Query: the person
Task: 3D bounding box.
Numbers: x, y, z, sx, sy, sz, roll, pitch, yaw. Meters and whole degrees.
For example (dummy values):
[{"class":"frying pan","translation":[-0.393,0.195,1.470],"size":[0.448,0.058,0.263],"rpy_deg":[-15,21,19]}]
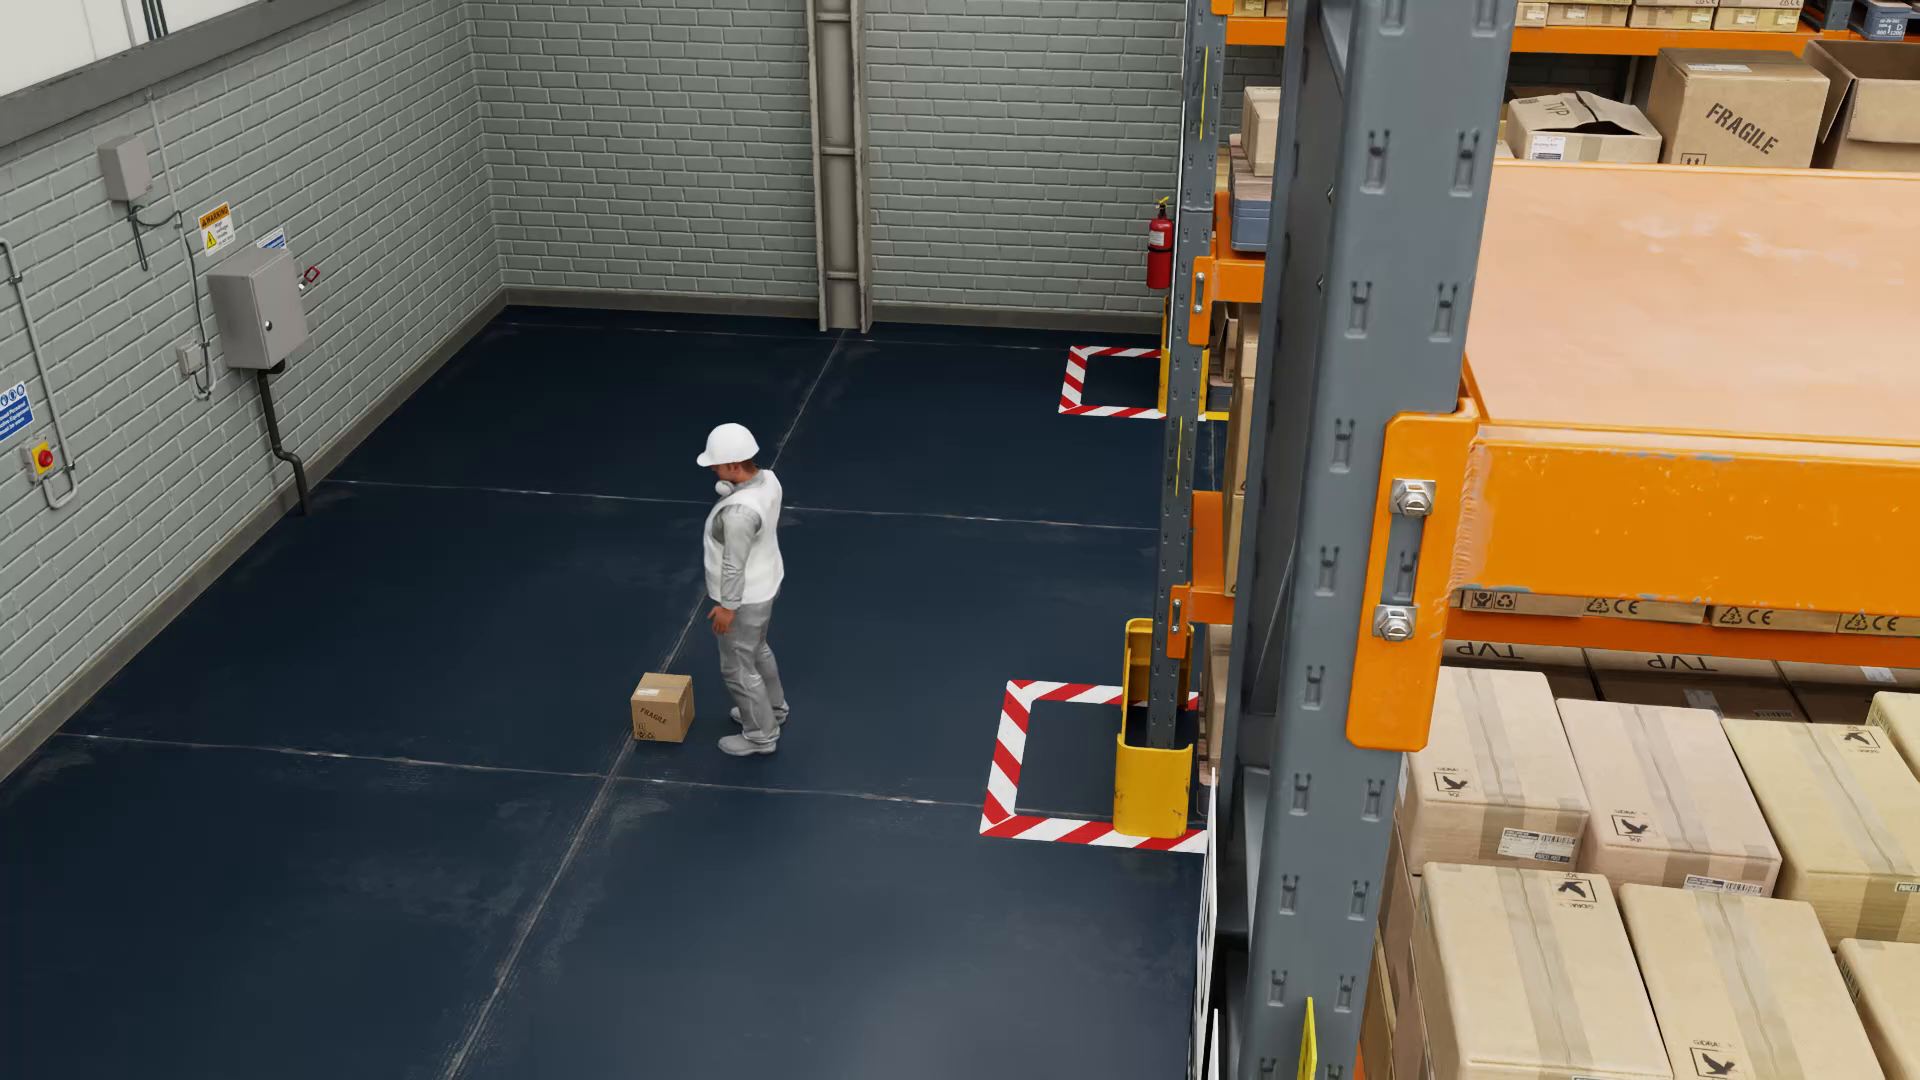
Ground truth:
[{"class":"person","translation":[-1.056,0.243,8.159],"size":[0.356,1.767,0.534],"rpy_deg":[4,28,7]}]
